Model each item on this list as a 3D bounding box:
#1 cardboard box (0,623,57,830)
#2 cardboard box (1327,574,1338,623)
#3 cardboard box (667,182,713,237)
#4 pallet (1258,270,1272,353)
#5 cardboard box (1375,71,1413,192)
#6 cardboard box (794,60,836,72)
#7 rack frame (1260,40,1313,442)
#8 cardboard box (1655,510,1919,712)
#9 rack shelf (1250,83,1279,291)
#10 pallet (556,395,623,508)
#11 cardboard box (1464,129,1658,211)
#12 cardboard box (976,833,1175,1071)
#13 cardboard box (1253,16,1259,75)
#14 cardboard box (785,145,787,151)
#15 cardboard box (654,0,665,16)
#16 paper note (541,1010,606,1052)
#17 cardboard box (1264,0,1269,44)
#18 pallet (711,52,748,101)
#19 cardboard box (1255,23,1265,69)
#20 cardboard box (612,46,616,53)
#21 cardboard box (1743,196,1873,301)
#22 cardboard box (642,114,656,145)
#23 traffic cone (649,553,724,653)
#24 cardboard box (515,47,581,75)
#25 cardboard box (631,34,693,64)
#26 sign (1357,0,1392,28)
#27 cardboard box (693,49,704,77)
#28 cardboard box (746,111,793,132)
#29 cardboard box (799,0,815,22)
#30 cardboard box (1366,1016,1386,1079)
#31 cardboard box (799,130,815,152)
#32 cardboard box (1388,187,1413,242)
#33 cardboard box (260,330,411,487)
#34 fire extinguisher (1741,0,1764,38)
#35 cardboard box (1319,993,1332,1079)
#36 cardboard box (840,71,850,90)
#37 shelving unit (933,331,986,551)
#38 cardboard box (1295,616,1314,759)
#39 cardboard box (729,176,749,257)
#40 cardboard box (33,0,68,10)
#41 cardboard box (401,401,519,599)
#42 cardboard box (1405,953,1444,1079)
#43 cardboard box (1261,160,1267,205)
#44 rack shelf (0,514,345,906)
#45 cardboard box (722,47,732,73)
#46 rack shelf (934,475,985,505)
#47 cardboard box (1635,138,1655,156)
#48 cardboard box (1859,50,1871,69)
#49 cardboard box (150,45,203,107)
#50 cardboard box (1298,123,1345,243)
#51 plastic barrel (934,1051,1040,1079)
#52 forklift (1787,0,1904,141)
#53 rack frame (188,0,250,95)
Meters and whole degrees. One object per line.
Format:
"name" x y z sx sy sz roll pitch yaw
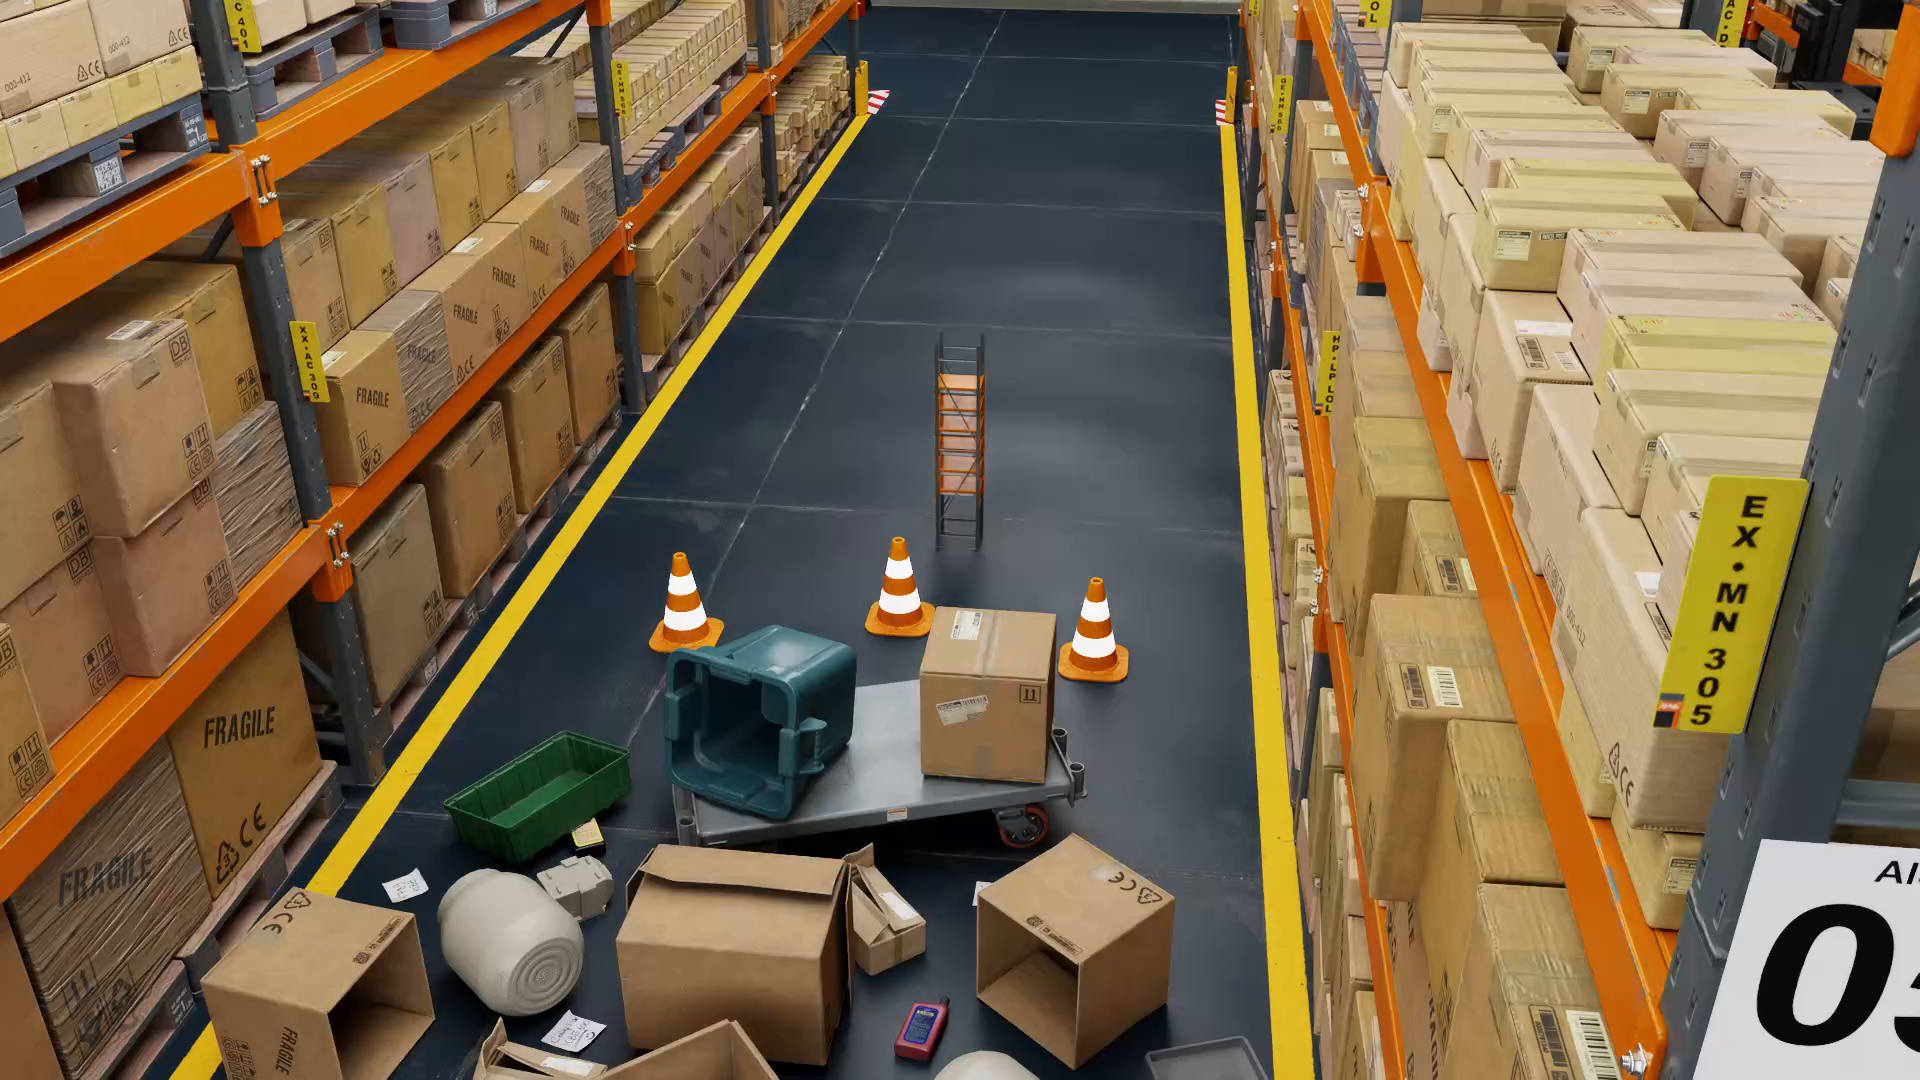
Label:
"cardboard box" -3.261 0.577 4.858 0.875 0.550 0.500 3 28 6
"cardboard box" 1.534 0.186 6.007 0.380 0.149 0.250 3 28 6
"cardboard box" -2.084 -2.373 11.894 0.500 0.250 0.500 4 29 7
"pallet" 2.704 -1.649 12.088 1.003 0.211 1.213 3 28 6
"cardboard box" 1.565 -1.248 5.086 0.500 0.250 0.500 3 28 5
"cardboard box" -1.465 -4.756 16.850 0.380 0.149 0.250 4 29 7
"rack frame" 2.381 -1.937 9.683 1.000 3.000 0.127 3 28 6
"cardboard box" 1.149 0.091 2.179 0.380 0.149 0.250 4 29 7
"rack shelf" 2.626 -2.562 11.601 1.077 0.370 4.000 3 28 6
"pallet" -2.716 -0.583 10.109 1.003 0.211 1.213 3 28 6
"cardboard box" 1.423 -0.869 3.963 0.380 0.149 0.250 3 28 5
"cardboard box" 0.409 1.471 5.990 0.500 0.500 0.500 -24 36 -37
"cardboard box" 2.674 -4.097 13.587 0.500 0.500 0.500 4 29 7
"cardboard box" -1.756 -3.514 14.859 0.380 0.149 0.250 3 28 6
"cardboard box" -2.559 -4.237 13.147 0.380 0.149 0.250 5 29 9
"paper note" -1.385 1.762 5.955 0.172 0.023 0.155 14 31 24
"cardboard box" 2.497 -3.872 12.116 0.500 0.500 0.500 3 28 6
"pallet" -2.292 -3.624 13.017 1.003 0.211 1.213 3 28 6
"cardboard box" 2.537 -3.783 12.740 0.500 0.250 0.500 3 28 5
"cardboard box" -2.715 -3.488 12.071 0.380 0.149 0.250 3 28 5
"cardboard box" 1.864 -0.602 3.466 0.380 0.149 0.250 4 29 7
"cardboard box" -2.223 -2.703 10.928 0.380 0.149 0.250 5 29 9
"traffic cone" -1.371 0.279 8.244 0.336 0.463 0.334 3 28 6
"cardboard box" -2.810 -3.251 11.317 0.380 0.149 0.250 3 28 6
"cardboard box" -2.102 -3.455 11.696 0.380 0.149 0.250 3 28 5
"sign" 1.340 -1.806 5.317 0.100 0.325 0.005 3 28 6
"cardboard box" -2.065 -3.446 11.991 0.380 0.149 0.250 3 29 6
"cardboard box" -1.722 -3.774 15.028 0.380 0.149 0.250 3 28 5
"cardboard box" -1.592 -4.922 14.804 0.500 0.500 0.500 3 28 5
"cardboard box" 1.286 1.428 4.419 0.380 0.149 0.250 5 29 8
"cardboard box" -1.572 -3.755 15.621 0.380 0.149 0.250 3 28 5
"cardboard box" 1.519 -1.012 5.067 0.380 0.149 0.250 3 28 6
"cardboard box" -2.703 -0.570 7.040 0.500 0.500 0.500 4 29 7
"fire extinguisher" 7.847 -5.314 16.425 0.296 0.674 0.183 3 28 6
"cardboard box" 1.434 1.735 5.322 0.500 0.250 0.500 3 28 6
"cardboard box" -1.345 -4.738 17.132 0.380 0.149 0.250 3 28 5
"shelving unit" -0.002 -0.521 8.953 0.258 1.200 0.189 3 28 6
"cardboard box" 1.953 0.671 7.170 0.950 0.372 0.625 4 29 7
"cardboard box" -1.958 -2.540 12.994 0.500 0.500 0.500 3 28 5
"cardboard box" -2.825 -1.656 4.875 0.380 0.149 0.250 3 28 6
"cardboard box" -2.926 -0.240 8.462 1.050 0.750 0.750 3 28 6
"cardboard box" 1.260 1.147 3.539 0.500 0.500 0.500 3 29 6
"cardboard box" 3.054 -3.166 14.223 0.875 0.438 0.875 3 28 5
"rack shelf" -3.279 0.964 5.056 1.077 0.370 4.000 3 28 6
"cardboard box" -1.970 -3.696 12.770 0.380 0.149 0.250 3 28 6
"rack shelf" -0.002 -0.271 9.088 0.258 0.103 0.180 3 28 6
"cardboard box" 2.043 -0.978 4.585 0.500 0.250 0.500 3 28 5
"cardboard box" 7.663 -3.957 13.697 0.380 0.149 0.250 4 29 8
"cardboard box" -2.762 -1.543 5.505 0.380 0.149 0.250 3 28 6
"cardboard box" 2.039 -1.853 8.664 0.500 0.500 0.500 5 29 9
"plastic barrel" 0.151 1.903 5.272 0.421 0.421 0.512 -24 36 -37
"forklift" 4.593 -1.180 8.349 1.130 2.935 3.031 3 29 6
"rack frame" -3.034 -2.935 5.210 1.000 3.000 0.127 3 28 6
